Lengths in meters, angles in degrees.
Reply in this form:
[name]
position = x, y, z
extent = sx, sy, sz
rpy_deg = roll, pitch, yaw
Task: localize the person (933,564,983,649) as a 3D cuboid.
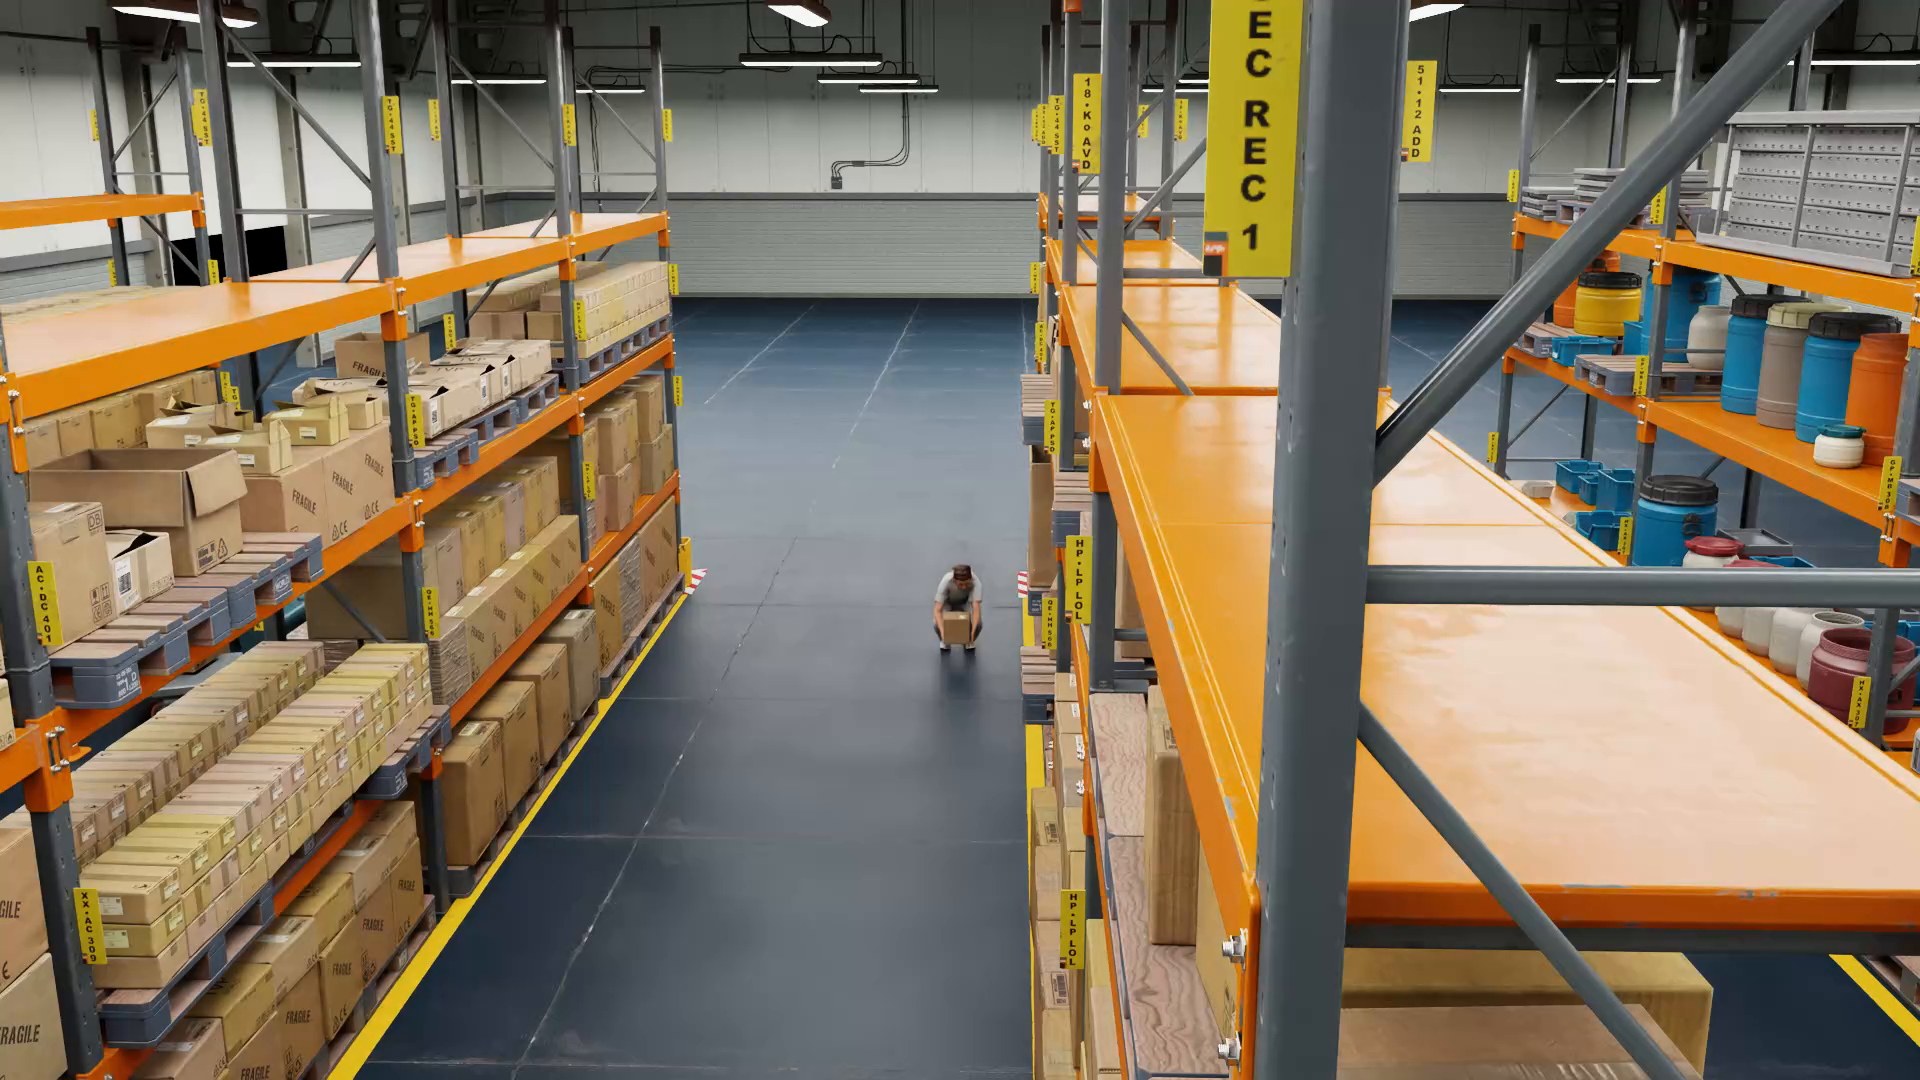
[person]
position = -0.019, 0.632, 16.243
extent = 0.479, 0.935, 0.800
rpy_deg = 0, 14, 1
